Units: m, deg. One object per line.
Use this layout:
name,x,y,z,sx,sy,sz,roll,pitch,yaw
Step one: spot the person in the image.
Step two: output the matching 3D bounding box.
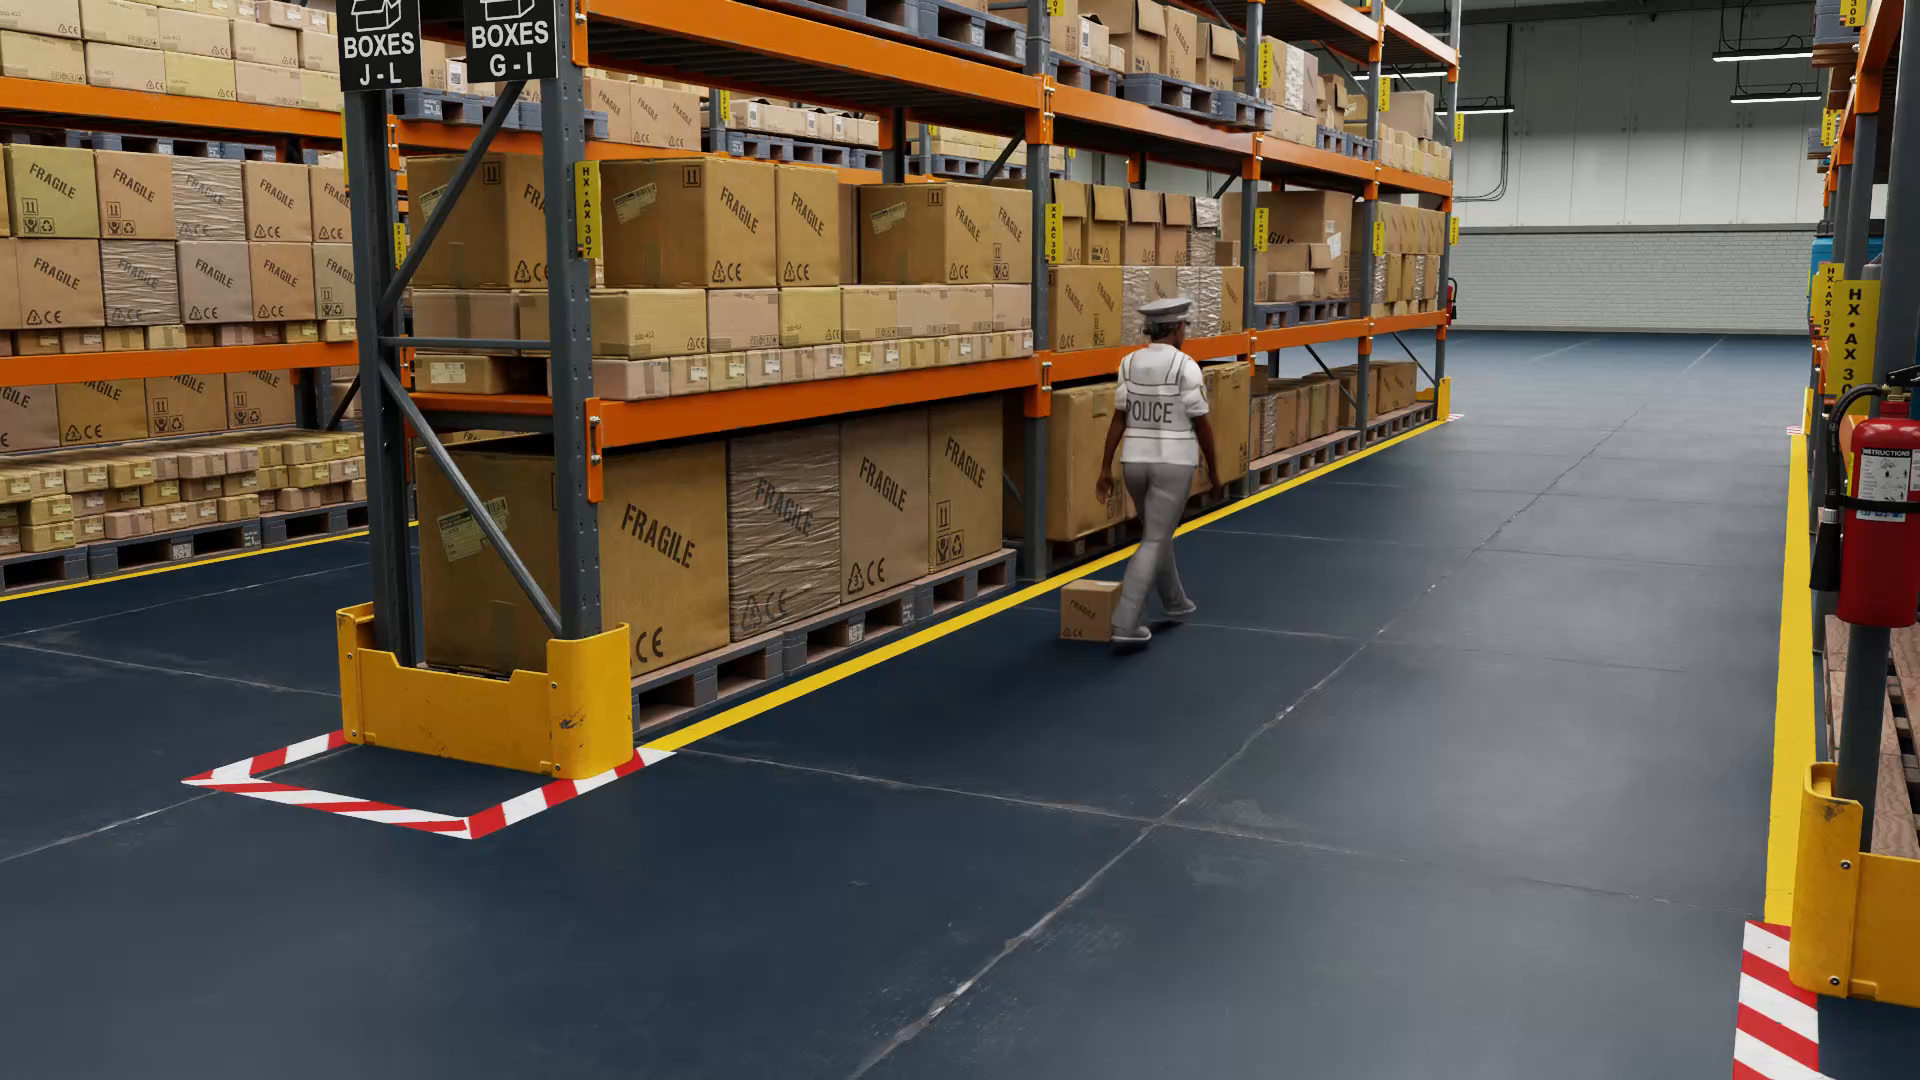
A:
person,1.003,-0.354,7.987,0.499,1.609,0.970,8,12,41
